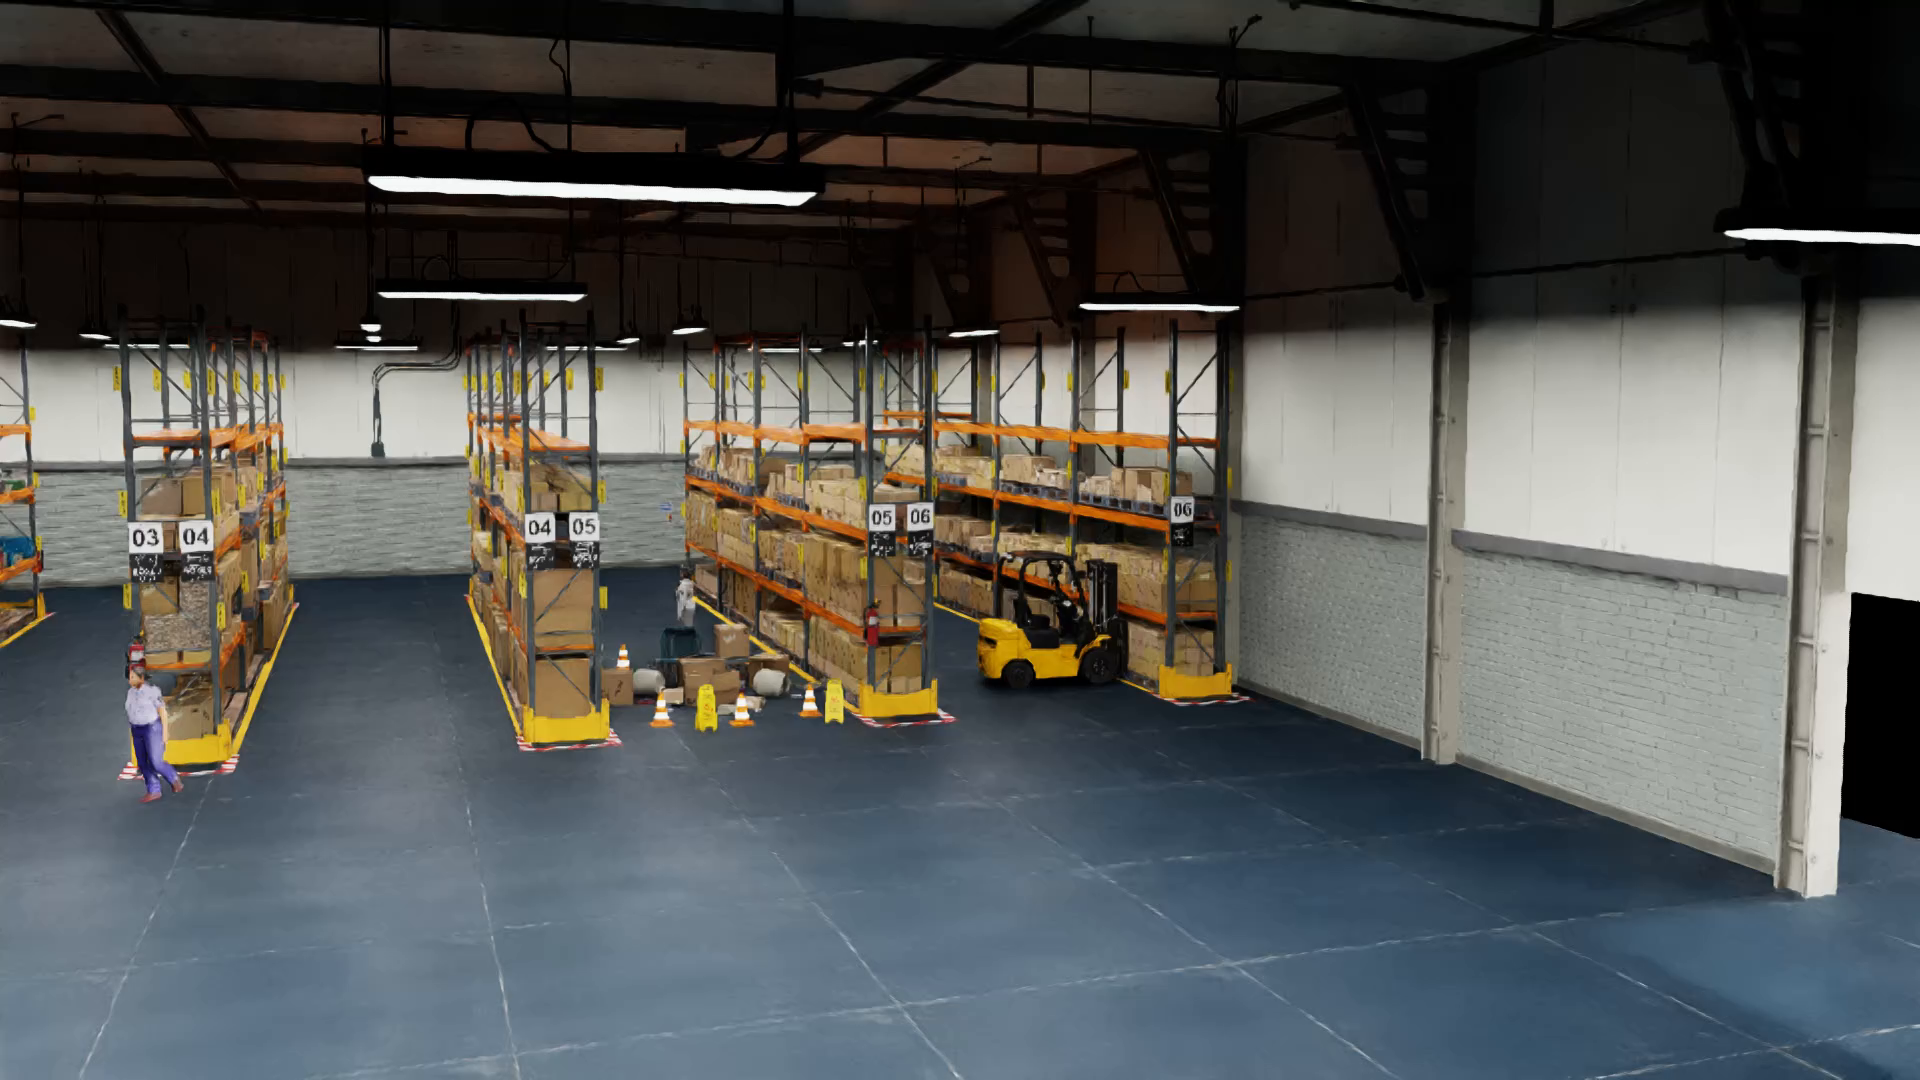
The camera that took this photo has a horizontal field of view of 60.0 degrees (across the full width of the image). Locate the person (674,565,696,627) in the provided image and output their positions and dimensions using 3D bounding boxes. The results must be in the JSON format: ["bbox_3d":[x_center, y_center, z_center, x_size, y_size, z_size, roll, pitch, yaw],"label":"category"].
[{"bbox_3d":[-4.990,1.297,30.212,0.521,1.672,0.560,1,5,9],"label":"person"}]

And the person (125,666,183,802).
[{"bbox_3d":[-9.677,2.309,19.954,0.558,1.627,0.515,2,6,19],"label":"person"}]
